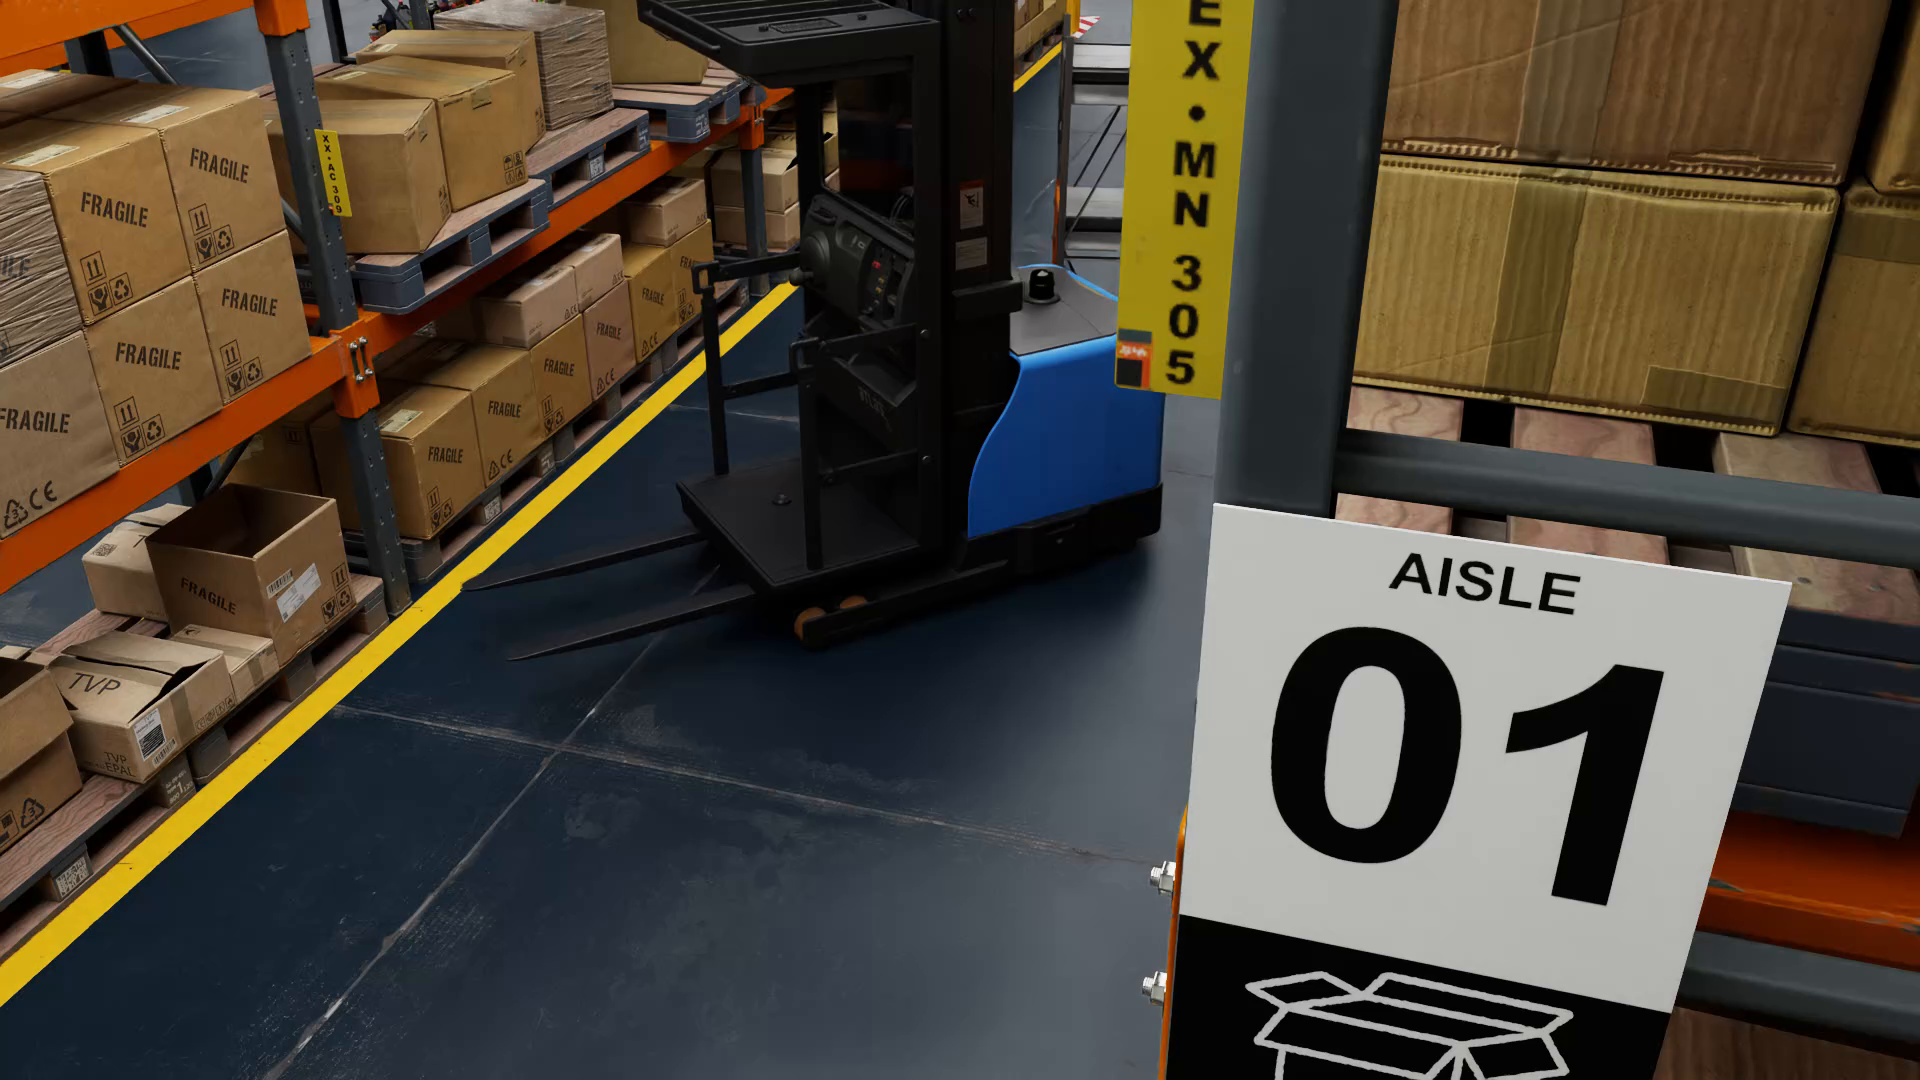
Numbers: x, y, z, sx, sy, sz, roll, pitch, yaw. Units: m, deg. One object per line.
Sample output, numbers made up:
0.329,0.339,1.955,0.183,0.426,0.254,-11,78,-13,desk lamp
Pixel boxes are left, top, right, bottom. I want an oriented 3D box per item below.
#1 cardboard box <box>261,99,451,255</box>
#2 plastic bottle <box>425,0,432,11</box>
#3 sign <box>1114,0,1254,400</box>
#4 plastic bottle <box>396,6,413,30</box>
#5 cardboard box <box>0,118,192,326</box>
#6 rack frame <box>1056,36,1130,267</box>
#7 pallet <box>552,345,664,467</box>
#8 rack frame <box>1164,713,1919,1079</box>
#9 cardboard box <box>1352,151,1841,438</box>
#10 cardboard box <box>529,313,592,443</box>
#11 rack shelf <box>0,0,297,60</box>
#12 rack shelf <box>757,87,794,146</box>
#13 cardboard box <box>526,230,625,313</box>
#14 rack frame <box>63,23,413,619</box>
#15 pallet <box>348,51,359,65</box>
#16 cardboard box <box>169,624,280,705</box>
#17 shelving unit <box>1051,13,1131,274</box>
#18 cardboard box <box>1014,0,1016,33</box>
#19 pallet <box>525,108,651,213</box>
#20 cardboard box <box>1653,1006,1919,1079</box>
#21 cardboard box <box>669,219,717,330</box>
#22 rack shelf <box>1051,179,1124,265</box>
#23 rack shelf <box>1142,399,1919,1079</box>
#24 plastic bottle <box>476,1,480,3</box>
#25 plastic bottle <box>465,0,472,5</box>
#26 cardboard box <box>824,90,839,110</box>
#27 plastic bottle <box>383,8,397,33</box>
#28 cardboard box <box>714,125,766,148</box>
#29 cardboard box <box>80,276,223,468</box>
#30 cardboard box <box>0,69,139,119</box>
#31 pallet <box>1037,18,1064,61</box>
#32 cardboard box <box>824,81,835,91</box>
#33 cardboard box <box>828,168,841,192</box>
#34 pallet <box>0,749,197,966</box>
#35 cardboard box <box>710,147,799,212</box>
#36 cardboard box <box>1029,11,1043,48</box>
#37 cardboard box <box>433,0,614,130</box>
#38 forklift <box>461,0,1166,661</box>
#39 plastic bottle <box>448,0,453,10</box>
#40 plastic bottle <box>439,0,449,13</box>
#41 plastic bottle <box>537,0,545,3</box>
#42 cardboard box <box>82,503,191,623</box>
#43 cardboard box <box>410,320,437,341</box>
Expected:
-2.526,-1.488,6.805,0.700,0.500,0.500,-1,29,-2,cardboard box
-5.200,-5.114,16.129,0.144,0.351,0.185,8,30,15,plastic bottle
0.169,-0.256,1.210,0.100,0.325,0.005,8,30,15,sign
-5.213,-4.854,15.662,0.144,0.351,0.185,8,30,15,plastic bottle
-2.928,-1.043,5.408,0.500,0.500,0.500,8,30,14,cardboard box
0.666,-1.350,8.010,0.400,2.100,0.015,2,29,1,rack frame
-2.320,-0.806,8.983,1.003,0.211,1.213,8,30,15,pallet
0.684,1.491,1.984,1.000,3.000,0.127,8,30,15,rack frame
0.645,-0.360,1.845,0.500,0.250,0.500,9,30,16,cardboard box
-2.204,-0.843,8.299,0.500,0.500,0.500,9,30,15,cardboard box
-3.466,-1.140,4.368,1.077,0.370,4.000,8,30,15,rack shelf
-1.118,-3.547,11.780,1.077,0.370,4.000,8,30,15,rack shelf
-2.064,-1.388,8.508,0.500,0.250,0.500,8,30,14,cardboard box
-2.879,-1.073,6.593,1.000,3.000,0.127,8,30,15,rack frame
-5.028,-4.587,15.778,1.003,0.211,1.213,8,30,15,pallet
-2.828,0.469,6.302,0.380,0.149,0.250,8,30,15,cardboard box
0.673,-1.468,8.223,0.431,2.100,0.503,2,29,1,shelving unit
0.198,-4.736,14.803,0.500,0.500,0.500,8,30,15,cardboard box
-2.271,-1.943,8.356,1.003,0.211,1.213,8,30,15,pallet
0.824,1.122,2.340,0.980,0.700,0.700,10,31,17,cardboard box
-1.755,-1.564,9.594,0.500,0.500,0.500,10,31,17,cardboard box
0.673,-1.457,8.230,0.431,0.518,0.480,2,29,1,rack shelf
1.271,-0.435,3.100,1.077,0.370,4.000,8,30,15,rack shelf
-4.576,-4.938,15.812,0.144,0.351,0.185,7,30,13,plastic bottle
-5.005,-5.463,16.826,0.061,0.283,0.133,9,30,16,plastic bottle
-0.822,-3.081,12.023,0.500,0.311,0.500,8,30,14,cardboard box
-5.351,-4.874,15.699,0.144,0.351,0.185,8,30,14,plastic bottle
-1.640,-2.680,11.301,0.500,0.311,0.500,8,30,14,cardboard box
-2.930,-0.608,5.654,0.500,0.500,0.500,9,30,16,cardboard box
-3.286,-1.375,6.004,0.500,0.500,0.500,9,30,16,cardboard box
0.459,-5.070,16.646,1.003,0.211,1.213,8,30,15,pallet
-1.193,-3.389,12.575,0.500,0.311,0.500,8,30,13,cardboard box
-1.124,-2.349,11.283,0.500,0.250,0.500,8,30,13,cardboard box
-3.438,1.034,5.675,1.003,0.211,1.213,8,30,15,pallet
-1.270,-2.360,10.727,0.500,0.311,0.500,10,30,17,cardboard box
0.488,-4.873,15.821,0.500,0.250,0.500,8,30,15,cardboard box
-2.233,-2.452,8.538,0.700,0.500,0.500,14,32,24,cardboard box
-0.607,-1.123,6.755,3.031,2.935,1.130,-15,33,-26,forklift
-5.080,-5.278,16.577,0.097,0.201,0.097,0,29,0,plastic bottle
-5.047,-5.144,16.253,0.061,0.283,0.133,8,30,15,plastic bottle
-4.228,-5.390,16.696,0.061,0.283,0.133,9,30,16,plastic bottle
-3.209,0.074,6.845,0.500,0.311,0.500,8,30,15,cardboard box
-2.707,-0.905,8.409,0.500,0.500,0.500,9,30,15,cardboard box
